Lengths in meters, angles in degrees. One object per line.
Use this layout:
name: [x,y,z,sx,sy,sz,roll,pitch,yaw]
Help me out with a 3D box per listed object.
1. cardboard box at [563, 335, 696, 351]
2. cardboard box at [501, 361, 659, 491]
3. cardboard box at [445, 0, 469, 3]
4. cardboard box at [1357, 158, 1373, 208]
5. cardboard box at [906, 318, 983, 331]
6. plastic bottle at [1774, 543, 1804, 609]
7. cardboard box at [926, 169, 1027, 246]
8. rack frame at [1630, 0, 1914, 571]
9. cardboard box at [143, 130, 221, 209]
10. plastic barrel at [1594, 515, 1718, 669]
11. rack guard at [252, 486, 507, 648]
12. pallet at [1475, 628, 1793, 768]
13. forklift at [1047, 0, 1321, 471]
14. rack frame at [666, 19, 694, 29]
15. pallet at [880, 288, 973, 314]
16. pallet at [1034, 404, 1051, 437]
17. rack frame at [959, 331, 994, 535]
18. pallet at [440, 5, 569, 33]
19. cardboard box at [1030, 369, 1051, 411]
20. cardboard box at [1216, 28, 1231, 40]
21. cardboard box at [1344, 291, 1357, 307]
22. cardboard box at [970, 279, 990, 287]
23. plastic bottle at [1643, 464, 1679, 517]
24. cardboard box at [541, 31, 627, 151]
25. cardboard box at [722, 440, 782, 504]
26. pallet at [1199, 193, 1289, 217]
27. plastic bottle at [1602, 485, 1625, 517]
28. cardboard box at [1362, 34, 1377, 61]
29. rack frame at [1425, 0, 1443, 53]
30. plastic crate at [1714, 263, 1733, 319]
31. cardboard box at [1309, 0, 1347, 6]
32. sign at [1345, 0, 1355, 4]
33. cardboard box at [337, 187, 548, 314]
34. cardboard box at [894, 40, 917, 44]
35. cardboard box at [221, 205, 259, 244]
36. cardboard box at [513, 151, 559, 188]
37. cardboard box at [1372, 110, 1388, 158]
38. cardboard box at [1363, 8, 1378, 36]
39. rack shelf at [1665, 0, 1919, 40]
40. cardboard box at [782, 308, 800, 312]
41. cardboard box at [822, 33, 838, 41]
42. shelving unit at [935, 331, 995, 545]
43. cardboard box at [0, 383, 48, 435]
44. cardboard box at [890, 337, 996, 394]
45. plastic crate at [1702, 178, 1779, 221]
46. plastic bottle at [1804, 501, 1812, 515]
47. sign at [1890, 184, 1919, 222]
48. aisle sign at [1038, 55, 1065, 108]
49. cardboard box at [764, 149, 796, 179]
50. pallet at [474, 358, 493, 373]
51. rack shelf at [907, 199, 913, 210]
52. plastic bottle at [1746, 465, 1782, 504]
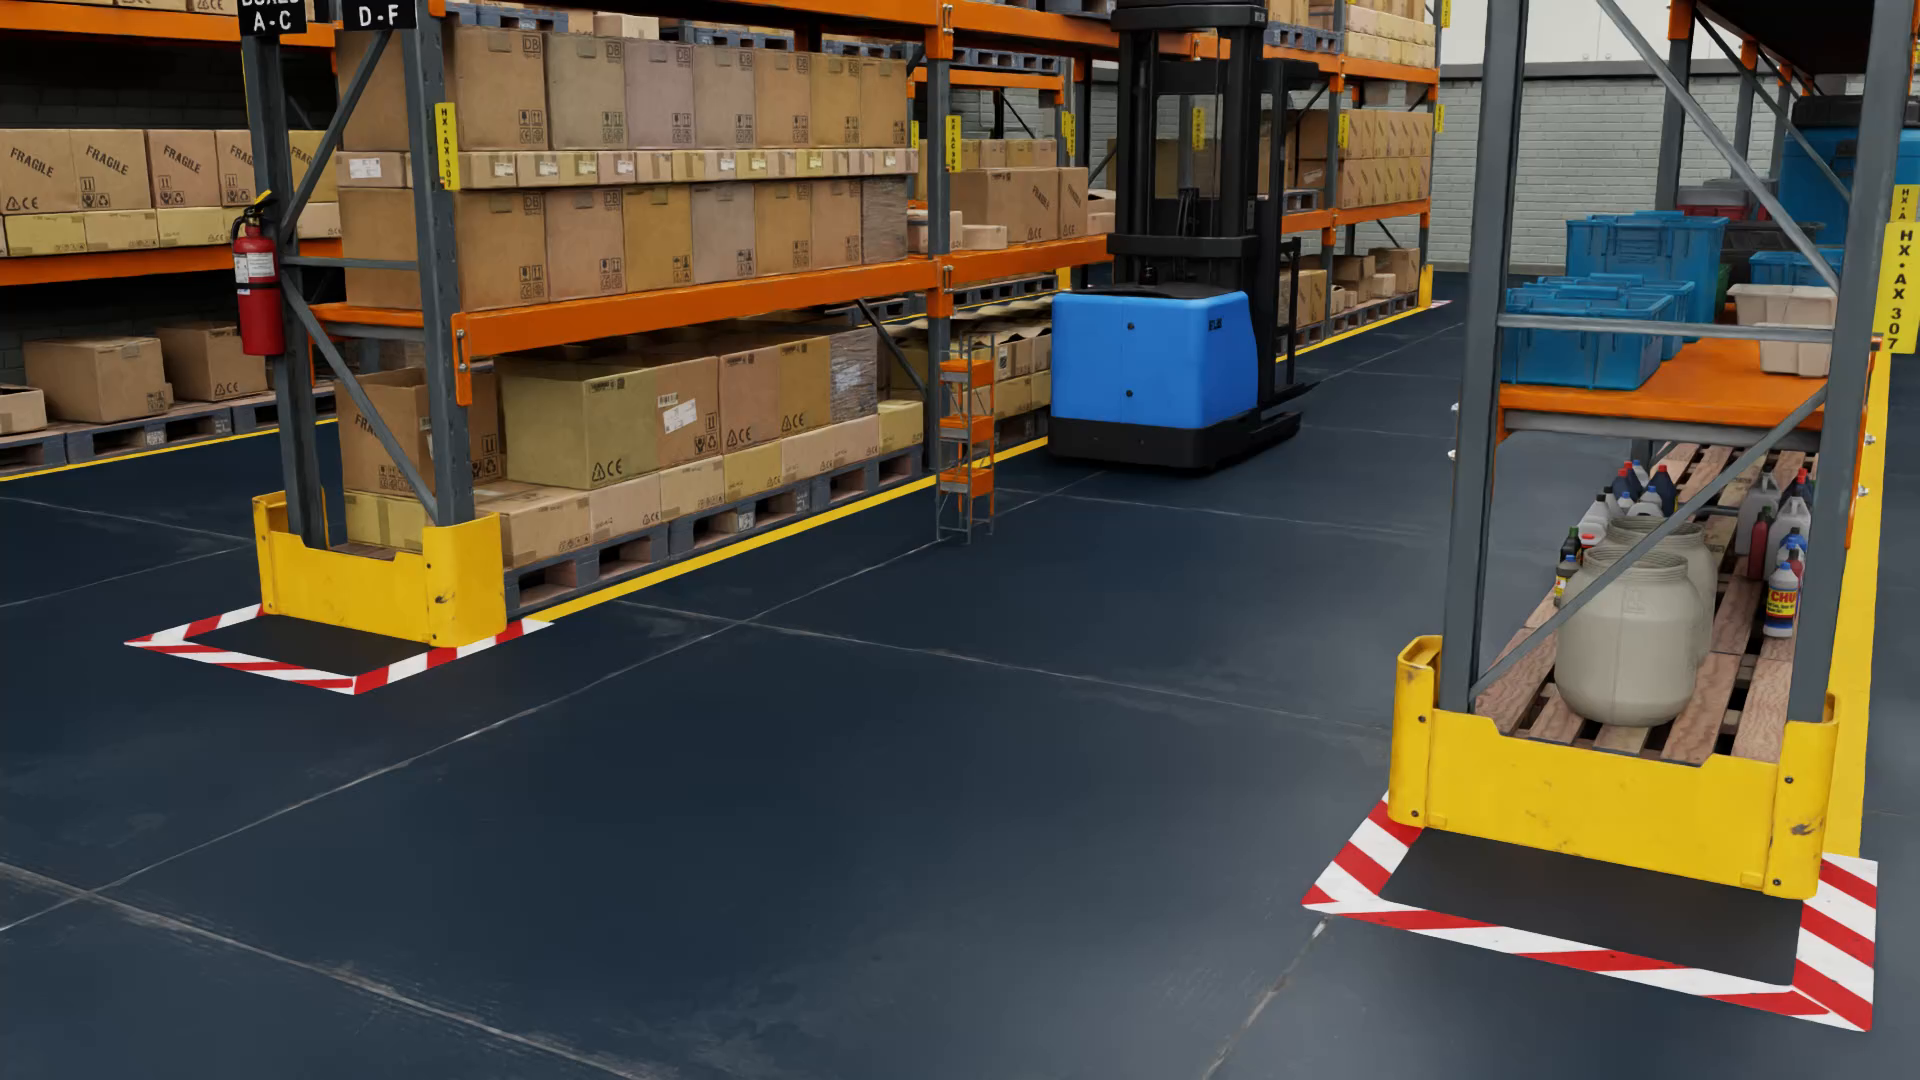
cardboard box: [-1.747,-0.807,8.852,0.500,0.500,0.500,7,15,28]
cardboard box: [-1.765,-0.542,7.751,0.500,0.500,0.500,7,15,28]
cardboard box: [-4.232,-4.352,13.078,0.500,0.311,0.500,8,16,30]
cardboard box: [4.071,-3.812,17.731,0.500,0.500,0.500,8,16,29]
cardboard box: [-0.091,-1.408,11.748,0.500,0.311,0.500,7,15,28]
plastic bottle: [3.190,0.145,6.413,0.097,0.271,0.097,0,14,0]
cardboard box: [0.115,-2.255,11.274,0.500,0.500,0.500,9,16,32]
rack frame: [3.809,-1.381,7.861,1.000,3.000,0.127,7,15,28]
cardboard box: [-5.311,-2.467,11.046,0.500,0.500,0.500,7,15,26]
plastic barrel: [2.369,0.199,5.722,0.421,0.512,0.421,0,14,0]
rack guard: [-2.471,0.098,7.060,1.175,0.500,0.348,7,15,28]
pallet: [2.268,0.608,5.559,1.003,0.211,1.213,7,15,28]
forklift: [1.708,-2.147,11.186,1.130,2.935,3.031,7,15,28]
rack frame: [-2.930,-6.240,15.218,1.000,3.000,0.127,7,15,28]
pallet: [-0.560,-2.936,20.262,1.003,0.211,1.213,7,15,28]
pallet: [0.385,-0.994,12.206,1.003,0.211,1.213,7,15,28]
rack frame: [0.085,-0.546,8.560,0.200,1.050,0.008,7,15,28]
pallet: [-3.973,-4.198,13.547,1.213,0.211,1.003,7,15,28]
cardboard box: [0.383,-1.076,11.568,0.500,0.250,0.500,7,15,26]
cardboard box: [1.836,-4.468,14.054,0.910,0.500,0.500,7,15,28]
cardboard box: [4.144,-2.661,18.277,0.380,0.166,0.250,7,15,28]
cardboard box: [-0.049,-3.483,21.019,0.700,0.500,0.500,8,16,29]
plastic bottle: [3.181,-0.172,7.560,0.144,0.351,0.185,7,15,28]
cardboard box: [-1.947,-2.015,7.511,0.700,0.500,0.500,7,15,27]
cardboard box: [-1.279,-0.382,8.689,0.500,0.250,0.500,7,15,28]
pallet: [2.344,-3.070,15.276,1.003,0.211,1.213,7,15,28]
plastic bottle: [2.759,-0.062,7.106,0.144,0.351,0.185,7,15,28]
cardboard box: [4.039,-5.143,17.387,0.500,0.250,0.500,7,15,28]
rack frame: [5.275,-7.321,19.701,1.000,3.000,0.127,7,15,28]
plastic crate: [2.905,-1.031,6.863,0.450,0.188,0.662,7,15,28]
cardboard box: [3.543,-5.681,16.951,0.700,0.500,0.500,7,15,28]
sign: [3.829,-5.423,16.284,0.100,0.325,0.005,7,15,28]
cardboard box: [-2.222,-1.265,7.168,0.700,0.500,0.500,7,15,28]
cardboard box: [-0.432,-5.895,19.394,0.500,0.250,0.500,7,15,28]
cardboard box: [-5.075,-2.207,11.566,0.500,0.250,0.500,7,15,28]
cardboard box: [-1.956,-1.597,7.159,0.380,0.149,0.250,7,15,27]
cardboard box: [4.314,-4.395,18.016,0.500,0.500,0.500,7,15,26]
cardboard box: [4.034,-5.387,17.331,0.500,0.250,0.500,7,15,28]
rack shelf: [2.842,-2.079,5.892,1.077,0.370,4.000,7,15,28]
cardboard box: [-2.031,-2.798,17.430,0.750,0.750,0.750,7,15,28]
cardboard box: [-1.730,-5.576,17.709,0.700,0.500,0.500,7,15,27]
shelving unit: [0.026,-0.521,8.456,0.215,1.050,0.252,7,15,28]
cardboard box: [-6.109,-0.838,10.408,0.500,0.311,0.500,9,16,33]
cardboard box: [-0.108,-1.139,10.634,0.500,0.311,0.500,7,15,28]
plastic crate: [4.693,-1.936,10.026,0.402,0.464,0.583,7,15,28]
plastic bottle: [3.615,-0.032,7.123,0.061,0.283,0.133,9,16,32]
sign: [4.285,-1.451,7.561,0.100,0.325,0.005,7,15,28]
aisle sign: [1.235,-6.210,22.344,0.394,0.787,0.004,7,15,28]
cardboard box: [-1.085,-1.966,8.692,0.380,0.149,0.250,8,16,30]
pallet: [-3.900,-1.559,14.549,1.003,0.211,1.213,7,15,28]
rack shelf: [-1.963,-3.385,17.707,1.077,0.370,4.000,7,15,28]
plastic bottle: [3.624,-0.158,7.504,0.144,0.351,0.185,7,15,28]
